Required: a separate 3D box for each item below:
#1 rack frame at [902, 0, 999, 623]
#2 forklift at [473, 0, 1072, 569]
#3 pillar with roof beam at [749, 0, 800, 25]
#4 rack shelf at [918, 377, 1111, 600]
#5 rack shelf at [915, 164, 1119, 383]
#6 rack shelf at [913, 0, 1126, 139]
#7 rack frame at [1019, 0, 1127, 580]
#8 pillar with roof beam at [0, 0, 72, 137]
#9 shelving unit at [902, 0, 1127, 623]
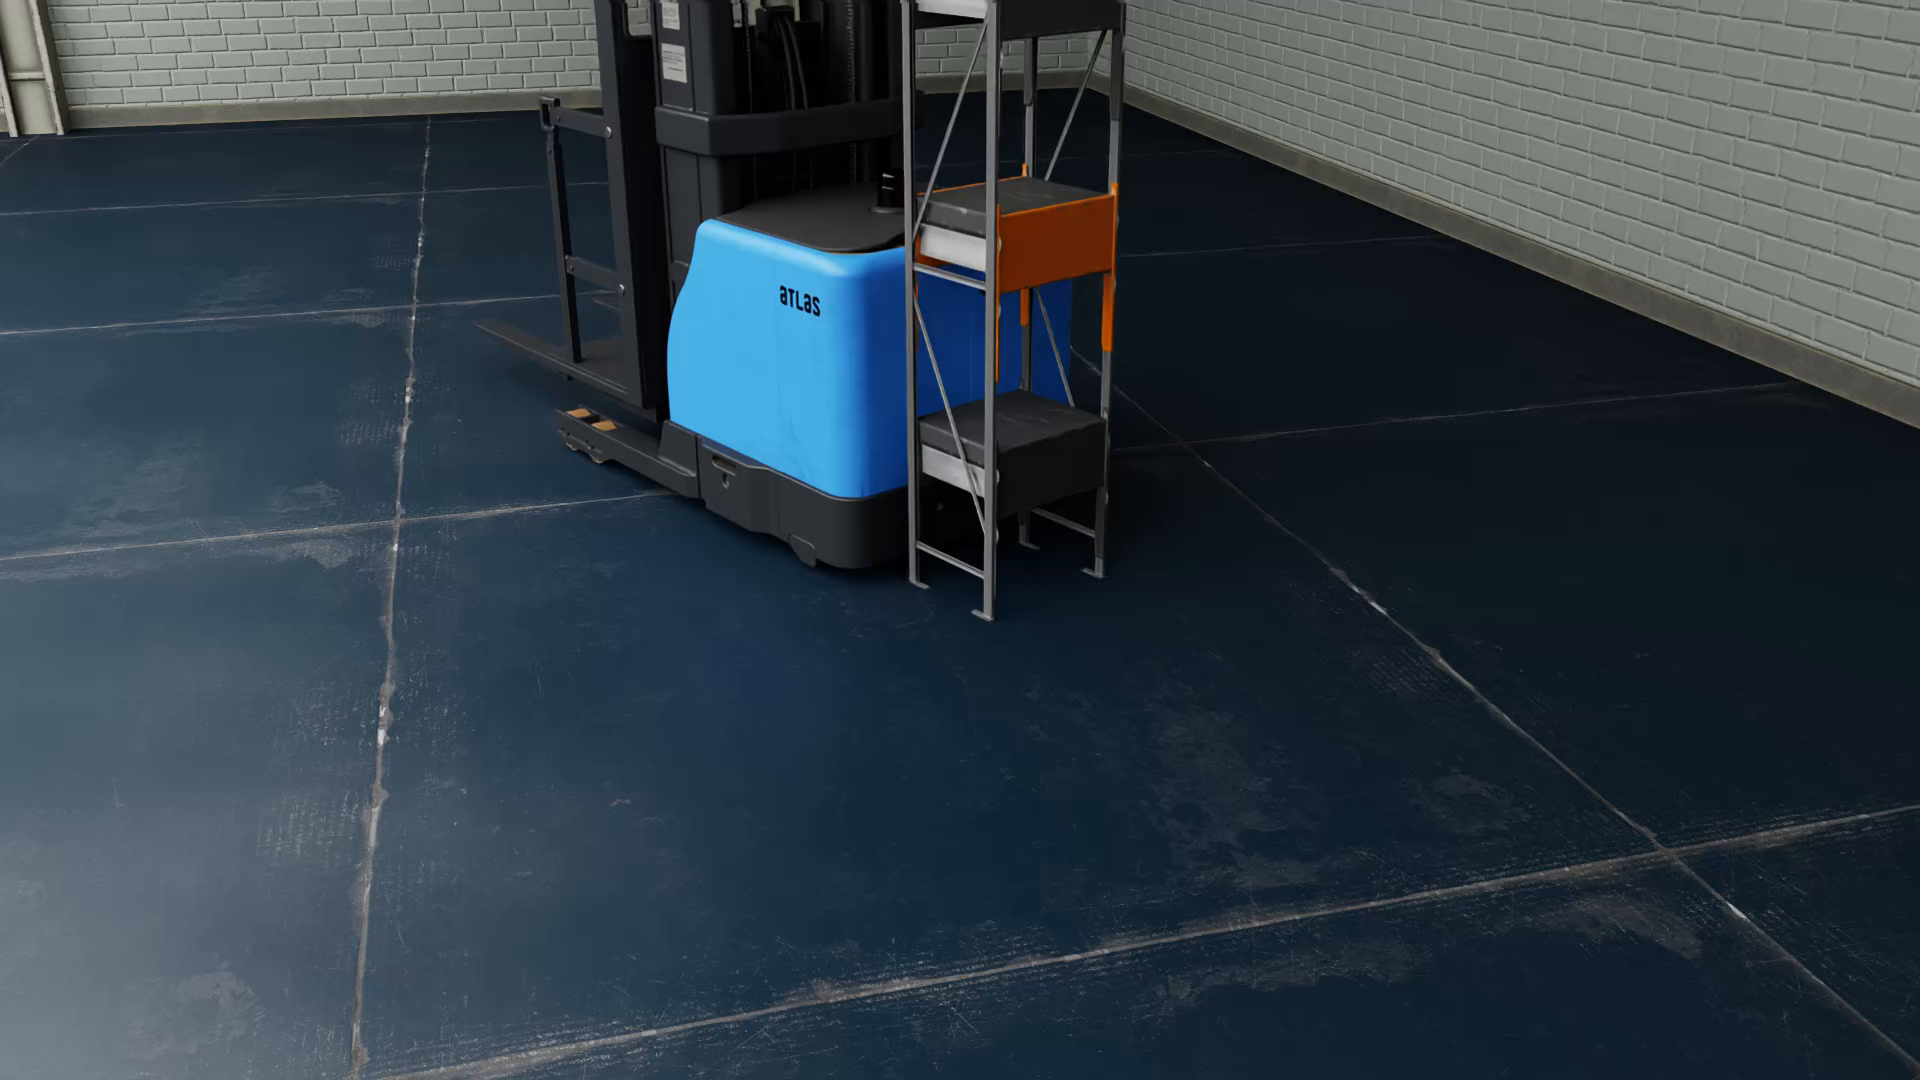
[{"bbox_3d":[-0.030,-0.769,4.880,0.015,2.100,0.400,-19,30,-37],"label":"rack frame"},{"bbox_3d":[-0.948,-1.756,6.126,1.130,2.935,3.031,-19,30,-37],"label":"forklift"},{"bbox_3d":[-0.466,-6.427,9.316,0.400,9.000,9.100,-6,24,-14],"label":"pillar with roof beam"},{"bbox_3d":[0.155,-0.177,5.308,0.480,0.518,0.431,-19,30,-37],"label":"rack shelf"},{"bbox_3d":[0.155,-0.820,5.032,0.480,0.518,0.431,-19,30,-37],"label":"rack shelf"},{"bbox_3d":[0.155,-1.463,4.756,0.480,0.518,0.431,-19,30,-37],"label":"rack shelf"},{"bbox_3d":[0.339,-0.895,5.174,0.015,2.100,0.400,-19,30,-37],"label":"rack frame"},{"bbox_3d":[-6.243,-5.788,7.827,0.400,9.000,9.100,-6,24,-14],"label":"pillar with roof beam"},{"bbox_3d":[0.155,-0.832,5.027,0.503,2.100,0.431,-19,30,-37],"label":"shelving unit"}]
